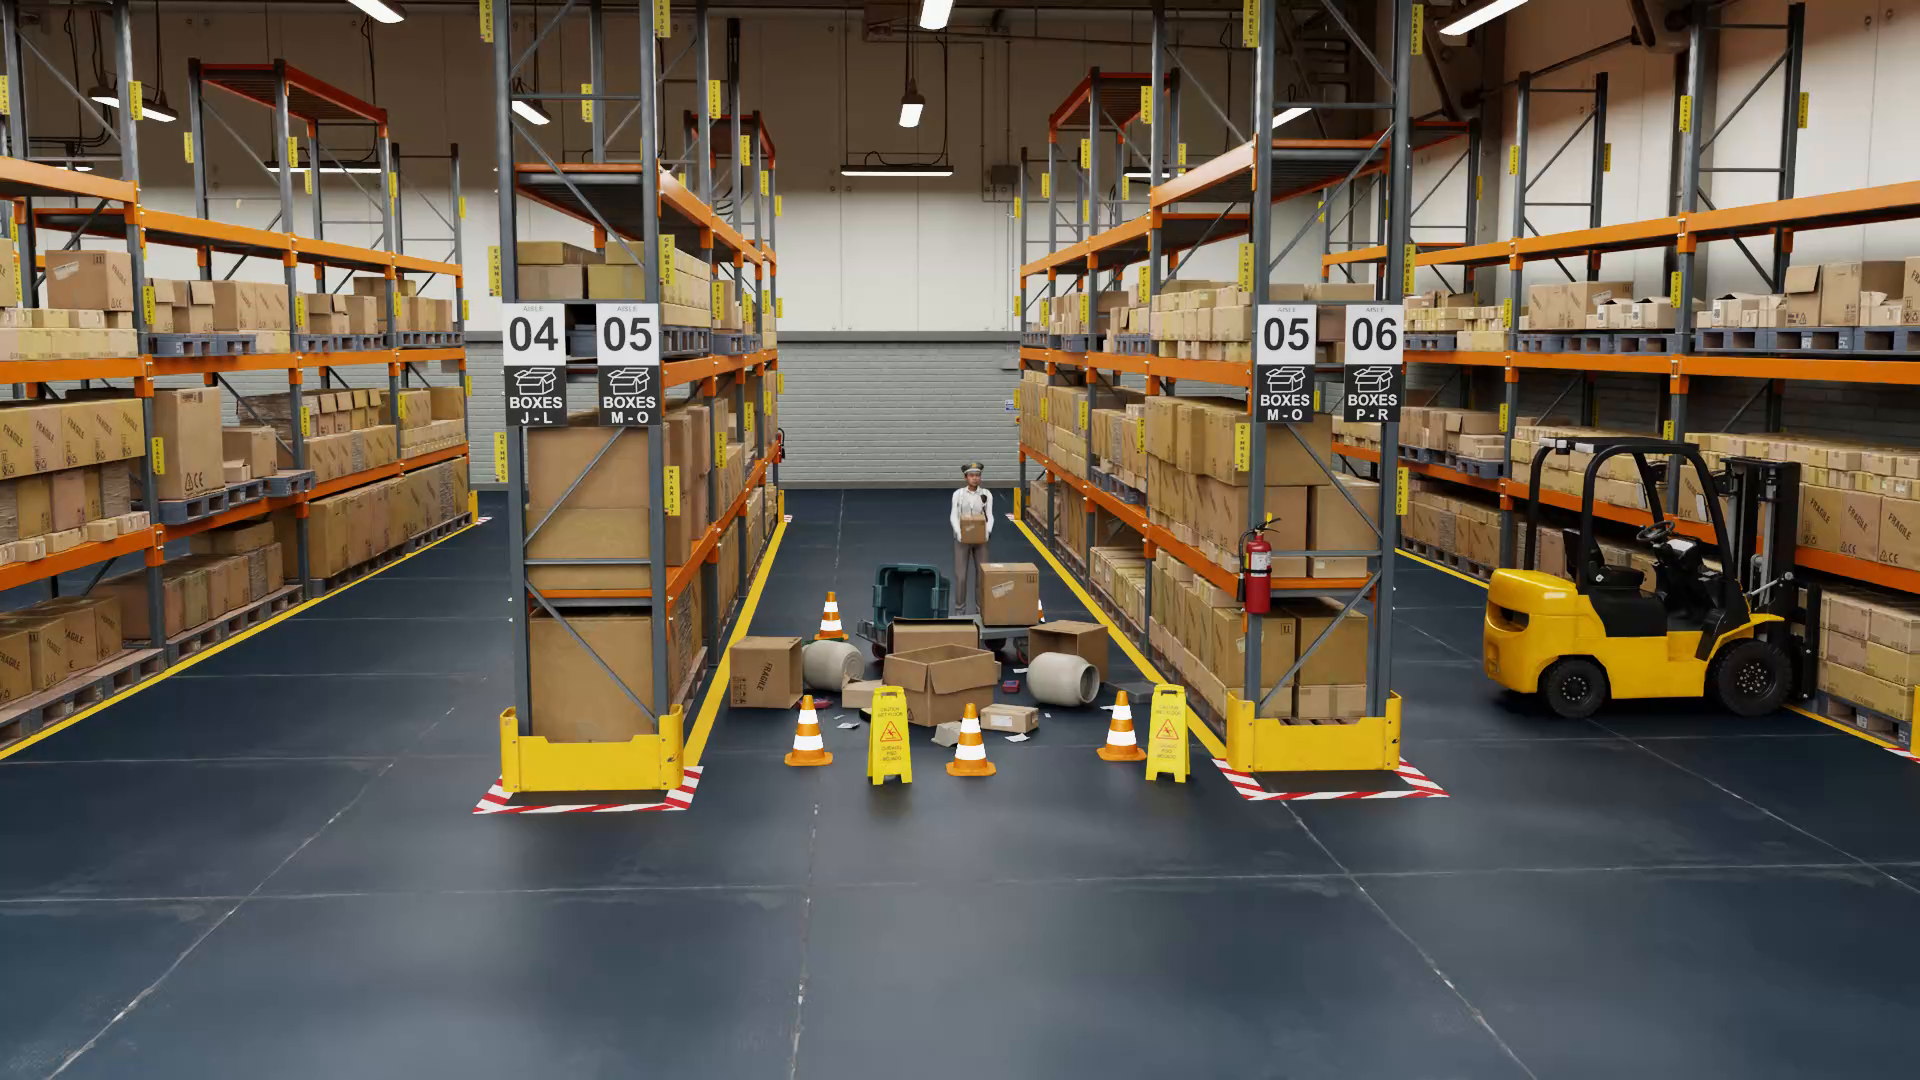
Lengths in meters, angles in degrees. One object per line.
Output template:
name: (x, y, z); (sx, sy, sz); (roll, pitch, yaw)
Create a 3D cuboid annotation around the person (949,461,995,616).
person: (0.131, 0.022, 17.440); (0.479, 1.692, 0.529); (0, 7, -4)
